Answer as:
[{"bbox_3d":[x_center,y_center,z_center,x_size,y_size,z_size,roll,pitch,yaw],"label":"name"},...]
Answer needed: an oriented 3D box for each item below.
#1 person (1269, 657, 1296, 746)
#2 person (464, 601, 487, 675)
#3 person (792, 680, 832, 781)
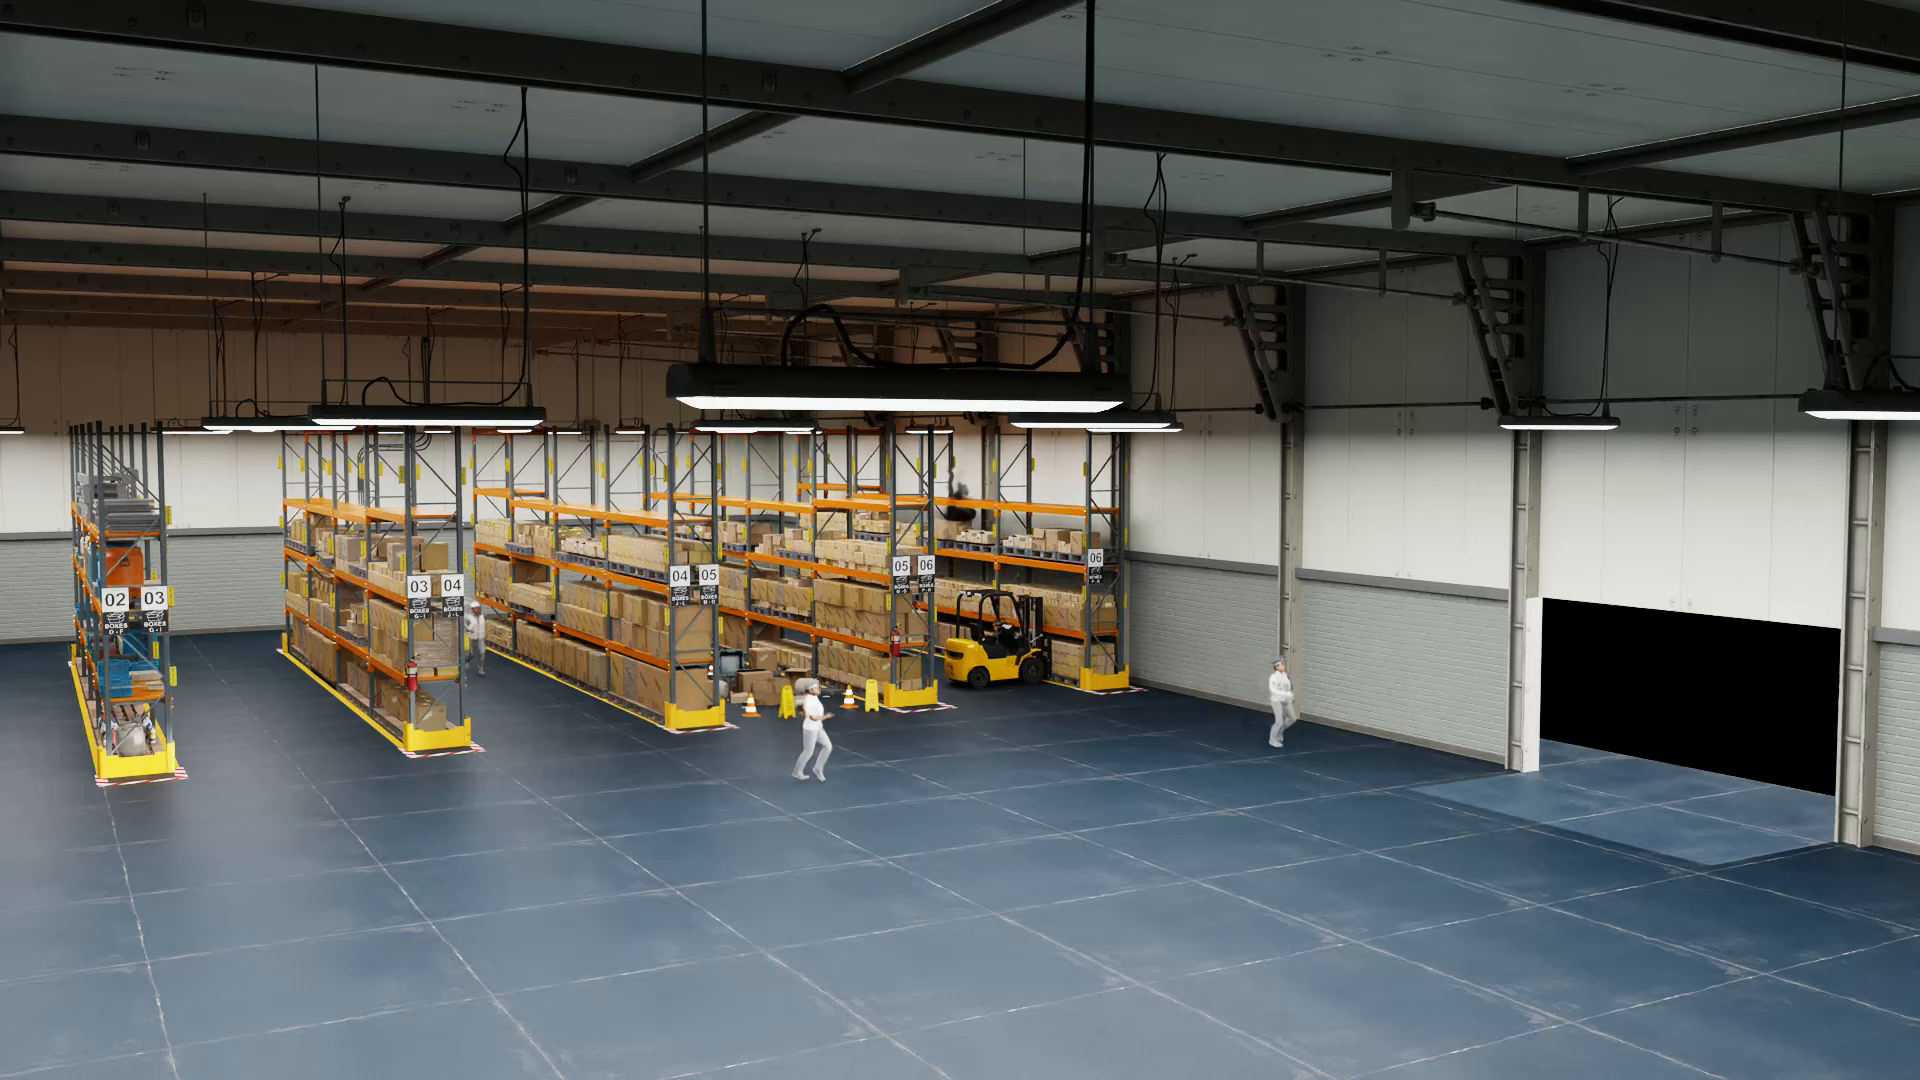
[{"bbox_3d":[5.969,2.990,30.715,0.597,1.660,0.569,-3,5,-40],"label":"person"},{"bbox_3d":[-11.732,2.356,40.202,0.646,1.764,0.927,-3,5,-38],"label":"person"},{"bbox_3d":[-2.429,3.175,27.624,0.718,1.735,0.541,1,4,12],"label":"person"}]
